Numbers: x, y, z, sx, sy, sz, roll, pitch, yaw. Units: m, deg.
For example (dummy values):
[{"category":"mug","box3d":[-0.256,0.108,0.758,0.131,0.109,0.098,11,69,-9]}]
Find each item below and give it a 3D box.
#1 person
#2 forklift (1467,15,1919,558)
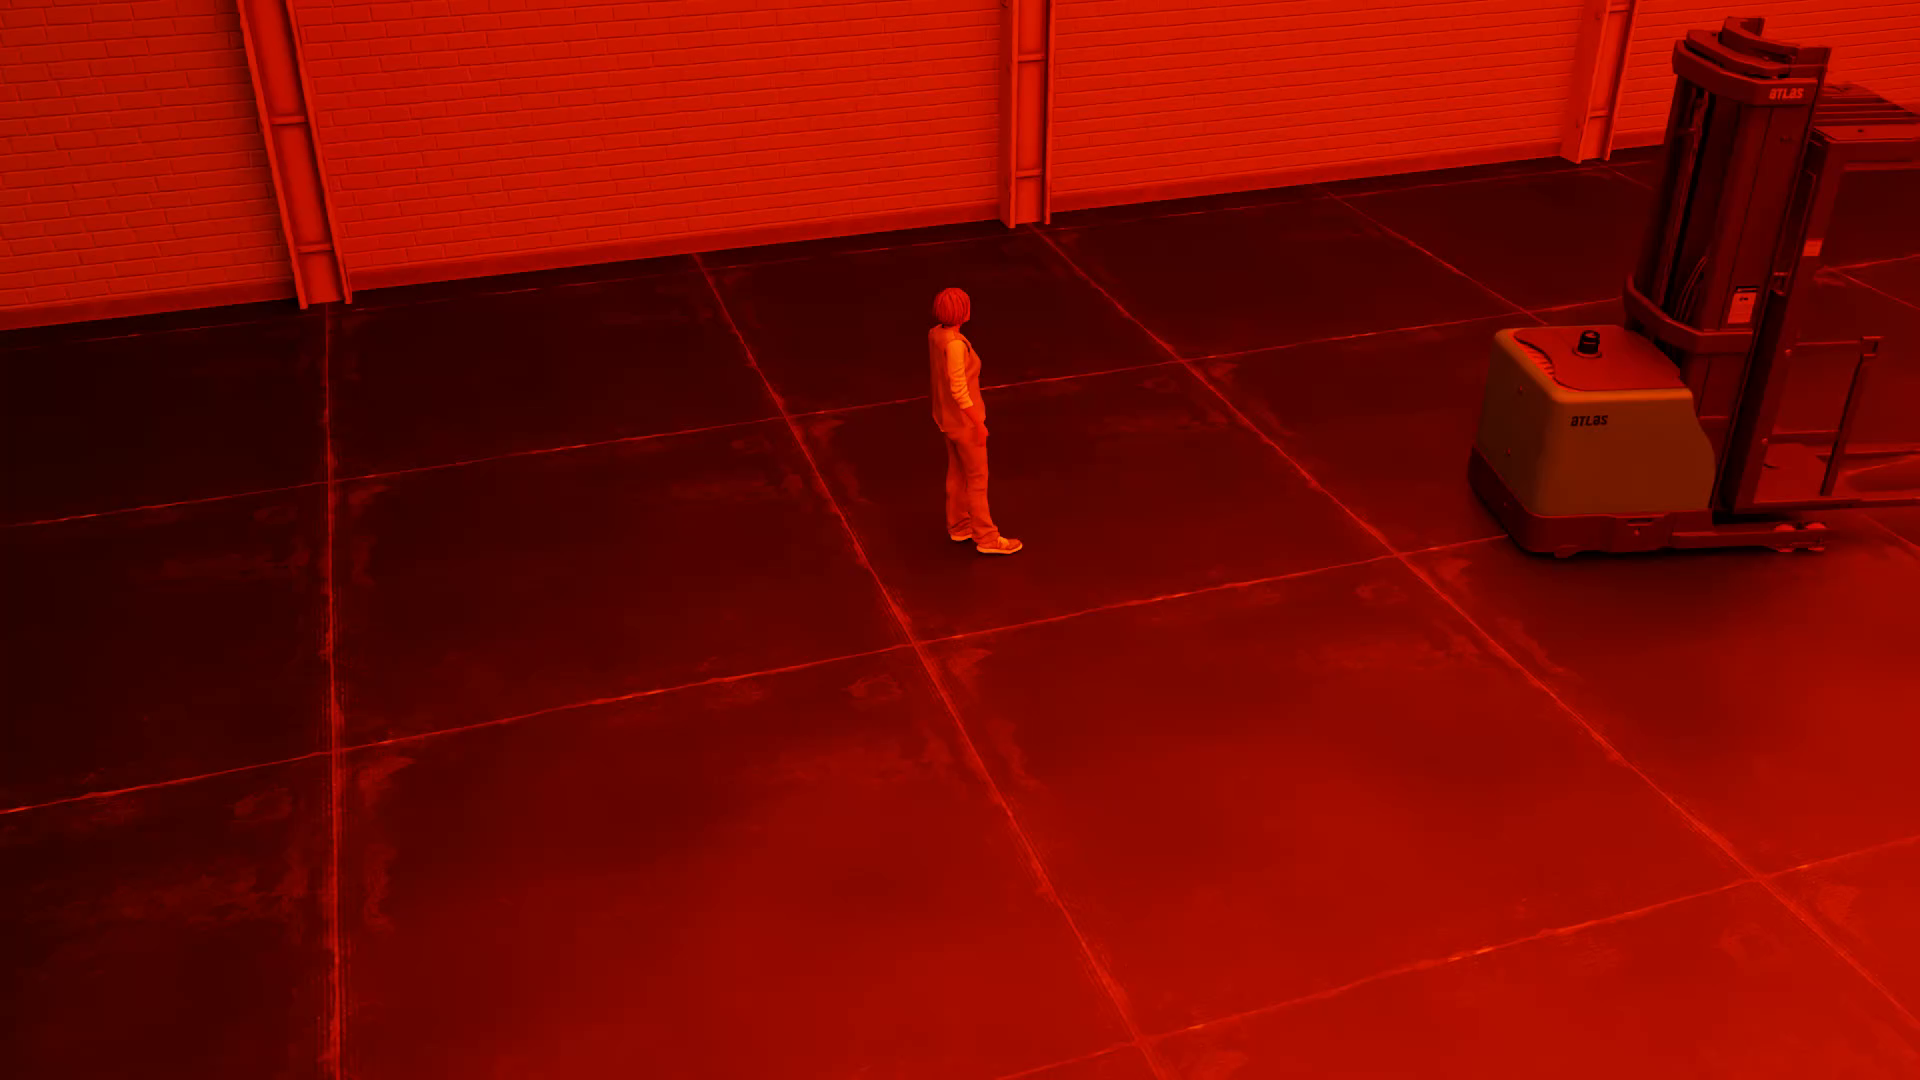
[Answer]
[{"category":"person","box3d":[0.074,-0.703,9.632,0.475,1.597,0.520,-10,31,-16]},{"category":"forklift","box3d":[4.772,-1.455,9.617,3.031,2.935,1.130,-3,30,-4]}]
